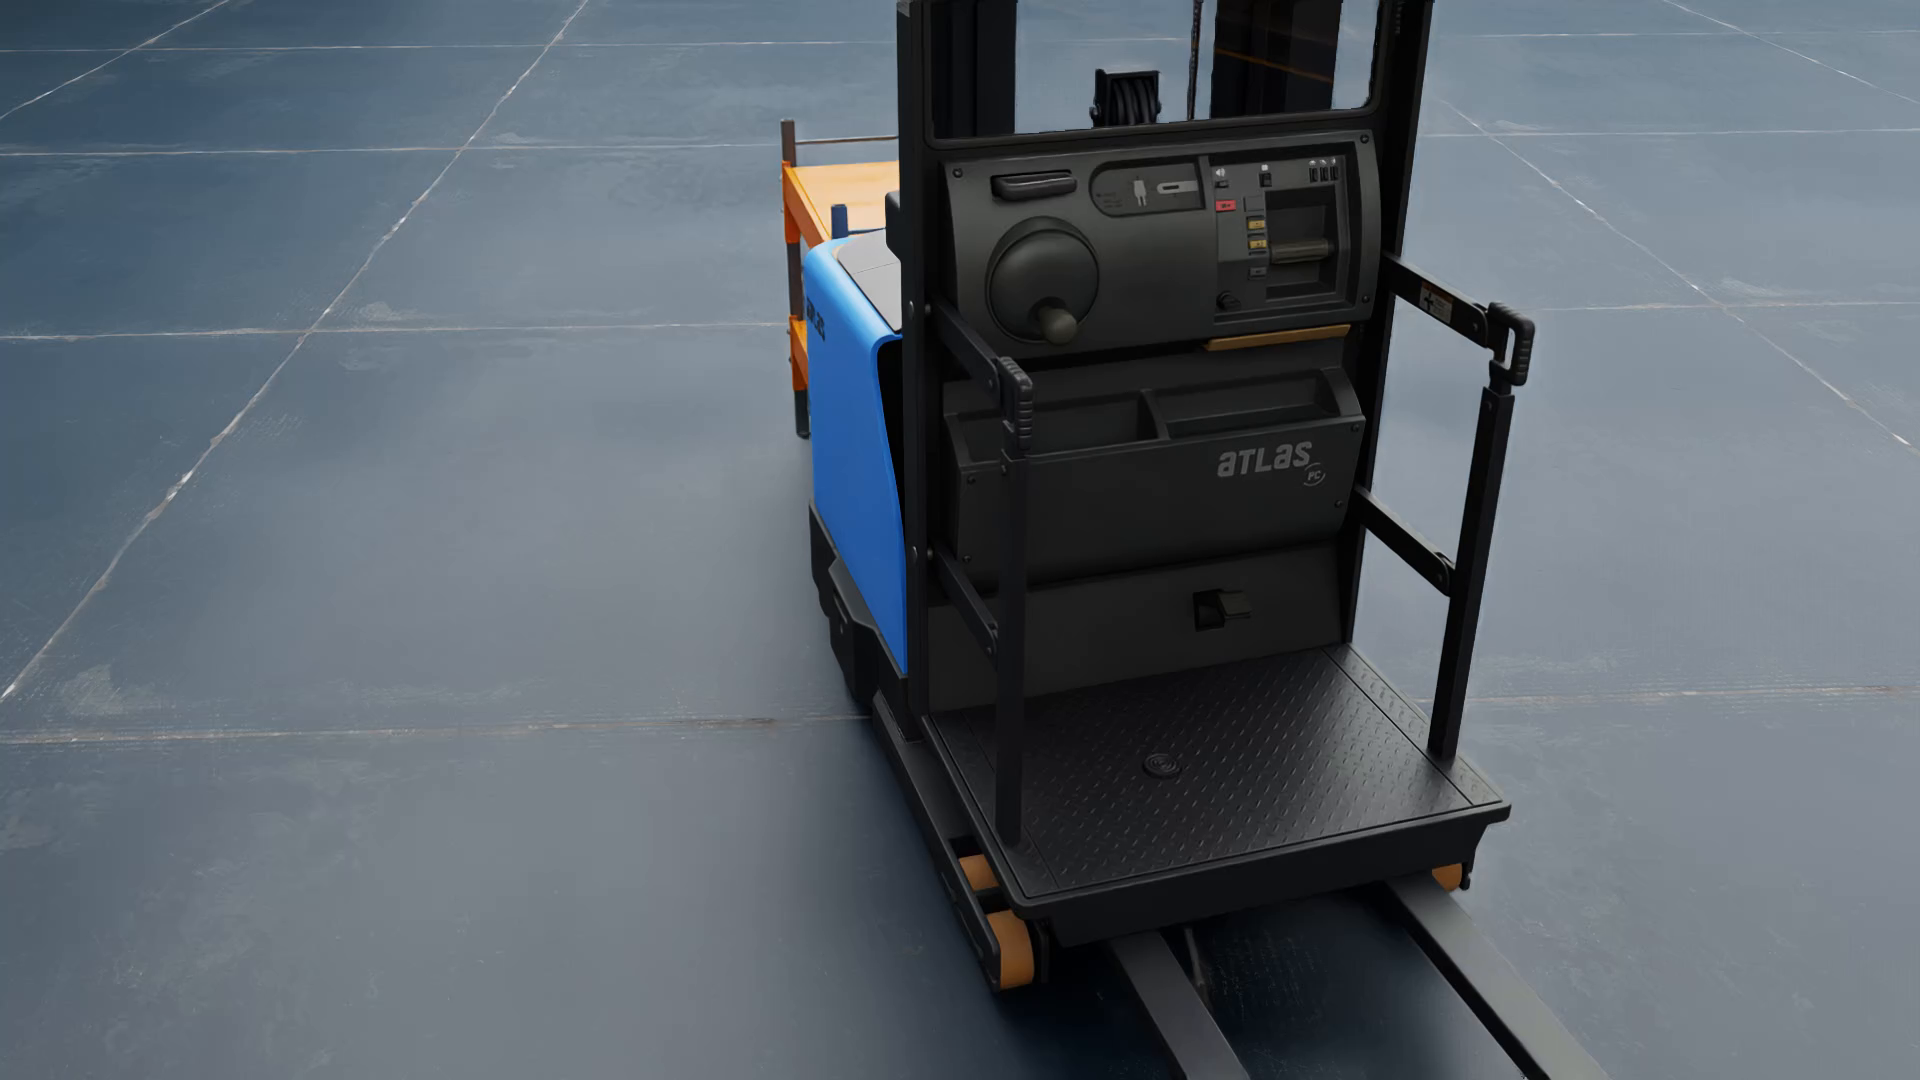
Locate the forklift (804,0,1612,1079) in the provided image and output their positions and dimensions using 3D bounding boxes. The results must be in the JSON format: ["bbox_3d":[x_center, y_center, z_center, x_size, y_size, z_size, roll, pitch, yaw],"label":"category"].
[{"bbox_3d":[0.488,-0.572,3.177,1.130,2.935,3.031,-8,29,-15],"label":"forklift"}]

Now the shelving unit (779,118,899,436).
[{"bbox_3d":[-0.228,-0.678,5.333,0.538,1.125,1.048,-6,28,-12],"label":"shelving unit"}]

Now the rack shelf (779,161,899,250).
[{"bbox_3d":[-0.228,-0.937,5.197,0.538,0.278,1.000,-6,28,-12],"label":"rack shelf"}]

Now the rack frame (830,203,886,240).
[{"bbox_3d":[-0.111,-0.449,4.894,0.500,1.125,0.032,-6,28,-12],"label":"rack frame"}]

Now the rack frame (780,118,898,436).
[{"bbox_3d":[-0.345,-0.906,5.771,0.500,1.125,0.032,-6,28,-12],"label":"rack frame"}]

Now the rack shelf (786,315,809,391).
[{"bbox_3d":[-0.228,-0.461,5.446,0.538,0.278,1.000,-6,28,-12],"label":"rack shelf"}]
